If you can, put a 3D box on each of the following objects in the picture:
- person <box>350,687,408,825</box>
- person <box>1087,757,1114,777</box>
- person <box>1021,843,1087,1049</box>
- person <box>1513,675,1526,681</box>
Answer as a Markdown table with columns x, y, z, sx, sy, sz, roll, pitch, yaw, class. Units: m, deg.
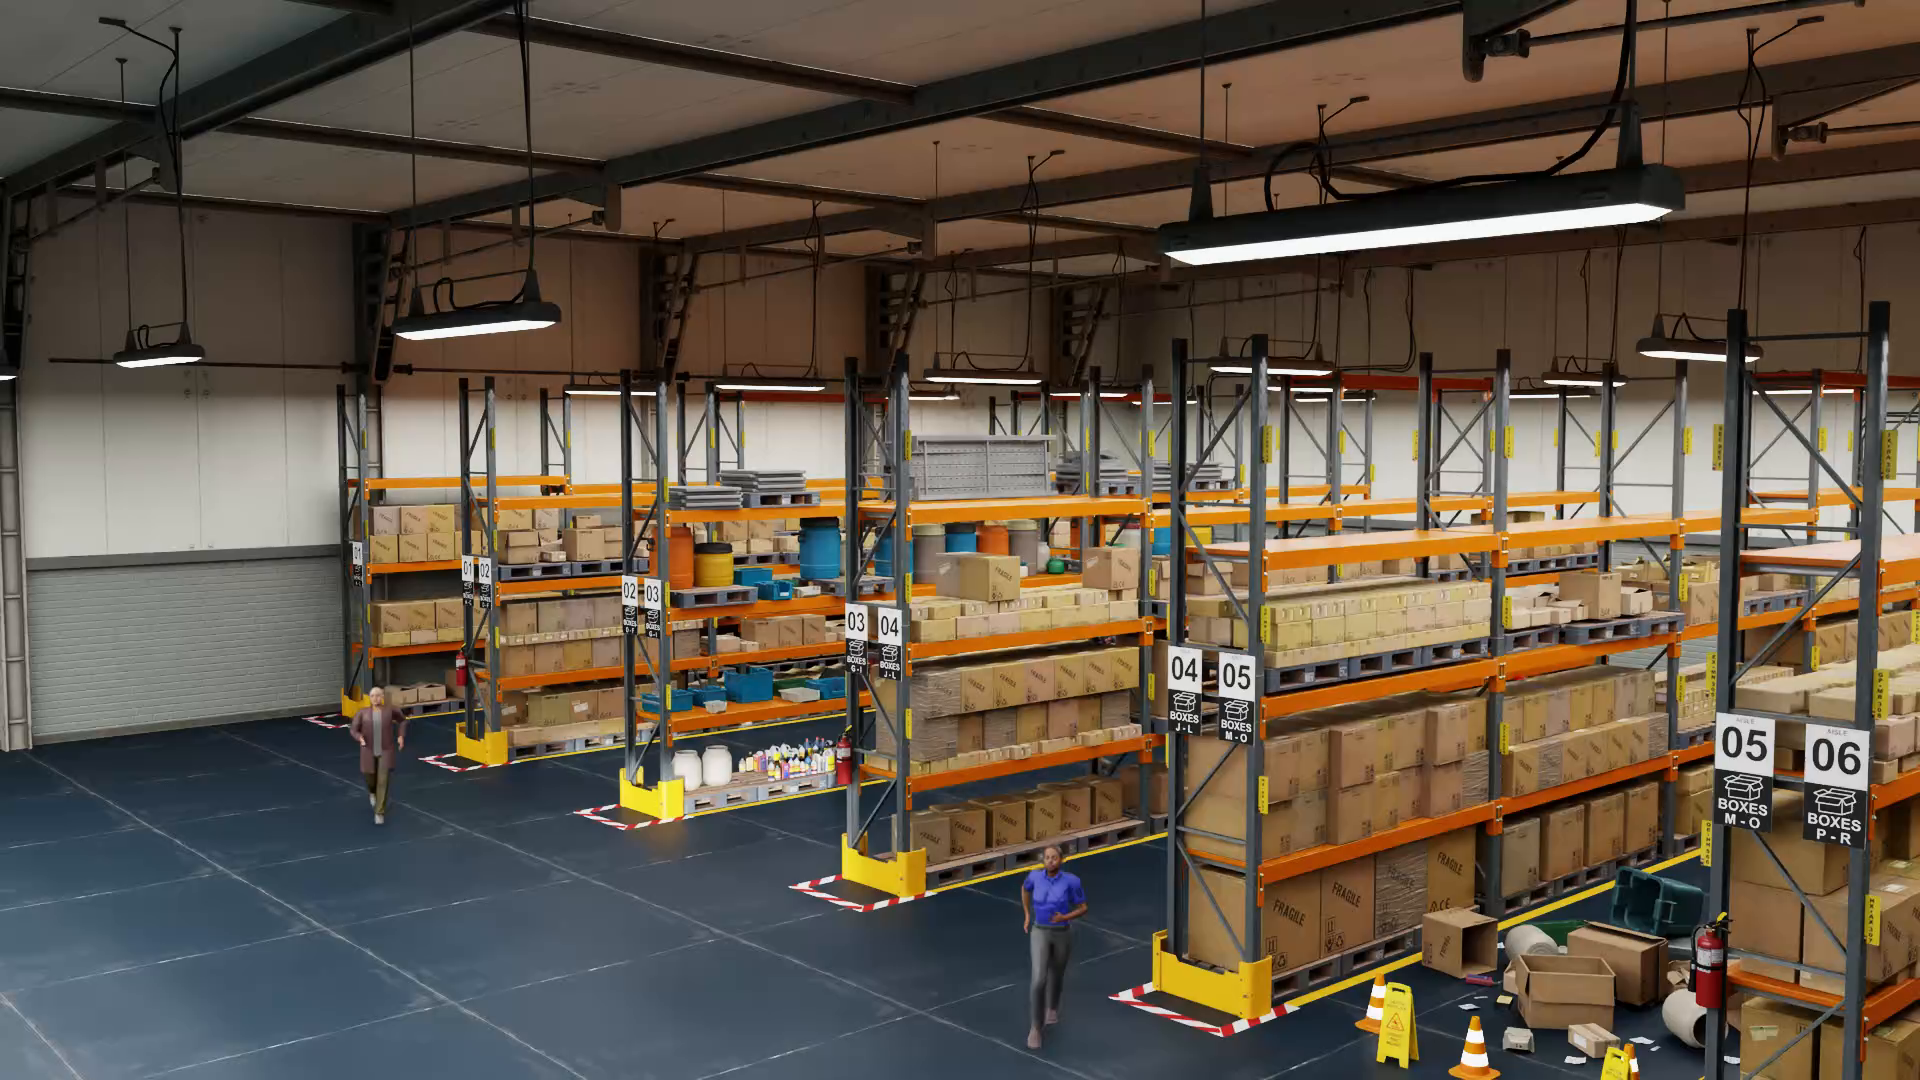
| x | y | z | sx | sy | sz | roll | pitch | yaw | class |
| --- | --- | --- | --- | --- | --- | --- | --- | --- | --- |
| -7.720 | 2.829 | 22.081 | 0.724 | 1.742 | 1.079 | -1 | 4 | -16 | person |
| 1.996 | 2.805 | 23.706 | 0.607 | 1.657 | 0.841 | 3 | 5 | 42 | person |
| 0.800 | 3.419 | 14.190 | 0.571 | 1.713 | 0.695 | 0 | 4 | 5 | person |
| 7.631 | 2.770 | 22.787 | 0.646 | 1.846 | 0.793 | 3 | 5 | 37 | person |
